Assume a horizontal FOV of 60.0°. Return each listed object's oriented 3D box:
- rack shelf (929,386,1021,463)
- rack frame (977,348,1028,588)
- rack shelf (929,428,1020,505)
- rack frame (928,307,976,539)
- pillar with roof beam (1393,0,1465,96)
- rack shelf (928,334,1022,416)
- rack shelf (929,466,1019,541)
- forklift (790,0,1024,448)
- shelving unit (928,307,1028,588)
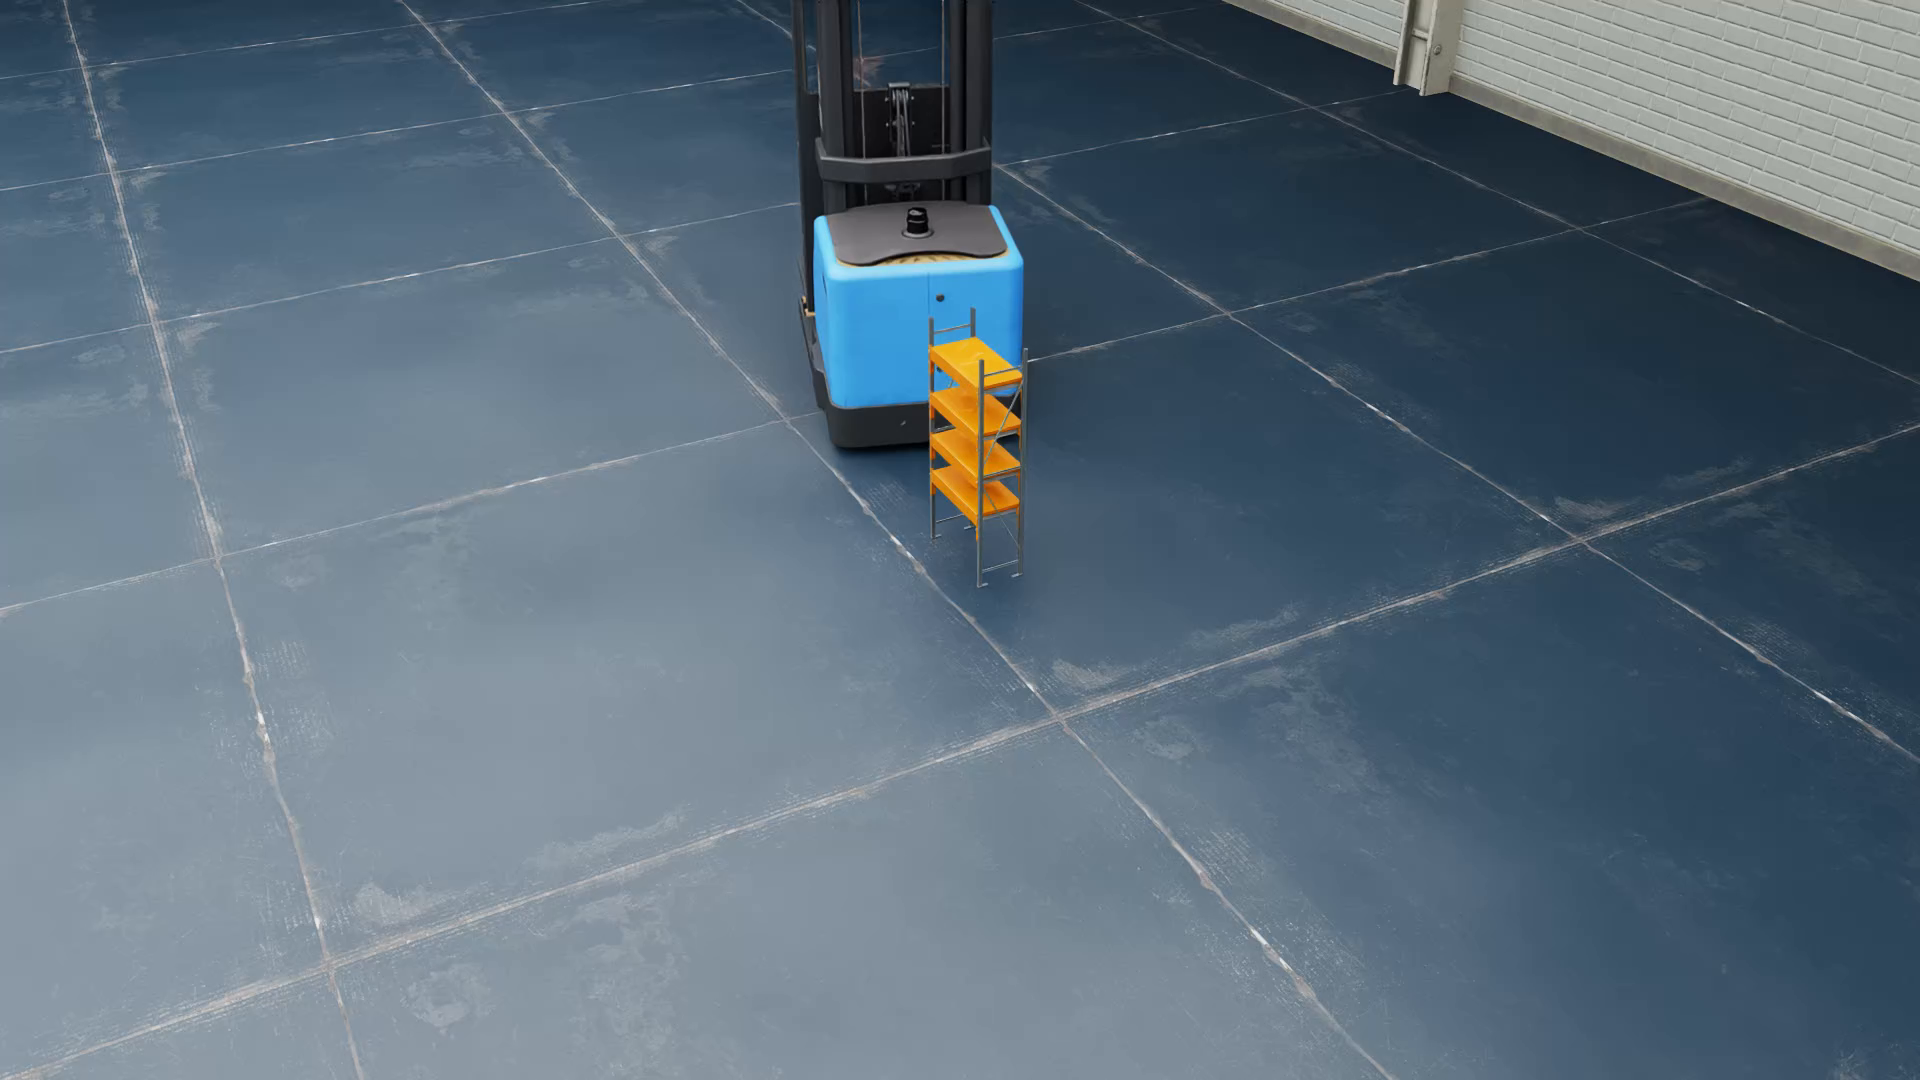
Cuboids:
[{"bbox_3d":[0.077,-0.558,7.719,0.258,0.148,0.480,-16,36,-23],"label":"rack shelf"},{"bbox_3d":[0.191,-0.310,7.621,0.240,1.200,0.015,-16,36,-23],"label":"rack frame"},{"bbox_3d":[0.077,-0.370,7.839,0.258,0.148,0.480,-16,36,-23],"label":"rack shelf"},{"bbox_3d":[-0.037,-0.543,7.985,0.240,1.200,0.015,-16,36,-23],"label":"rack frame"},{"bbox_3d":[0.175,-6.616,10.234,9.100,9.000,0.400,-16,36,-23],"label":"pillar with roof beam"},{"bbox_3d":[0.077,-0.757,7.591,0.258,0.148,0.480,-16,36,-23],"label":"rack shelf"},{"bbox_3d":[0.077,-0.202,7.946,0.258,0.148,0.480,-16,36,-23],"label":"rack shelf"},{"bbox_3d":[-0.405,-2.509,9.449,1.130,2.935,3.031,-5,33,-8],"label":"forklift"},{"bbox_3d":[0.077,-0.426,7.803,0.258,1.200,0.503,-16,36,-23],"label":"shelving unit"}]
